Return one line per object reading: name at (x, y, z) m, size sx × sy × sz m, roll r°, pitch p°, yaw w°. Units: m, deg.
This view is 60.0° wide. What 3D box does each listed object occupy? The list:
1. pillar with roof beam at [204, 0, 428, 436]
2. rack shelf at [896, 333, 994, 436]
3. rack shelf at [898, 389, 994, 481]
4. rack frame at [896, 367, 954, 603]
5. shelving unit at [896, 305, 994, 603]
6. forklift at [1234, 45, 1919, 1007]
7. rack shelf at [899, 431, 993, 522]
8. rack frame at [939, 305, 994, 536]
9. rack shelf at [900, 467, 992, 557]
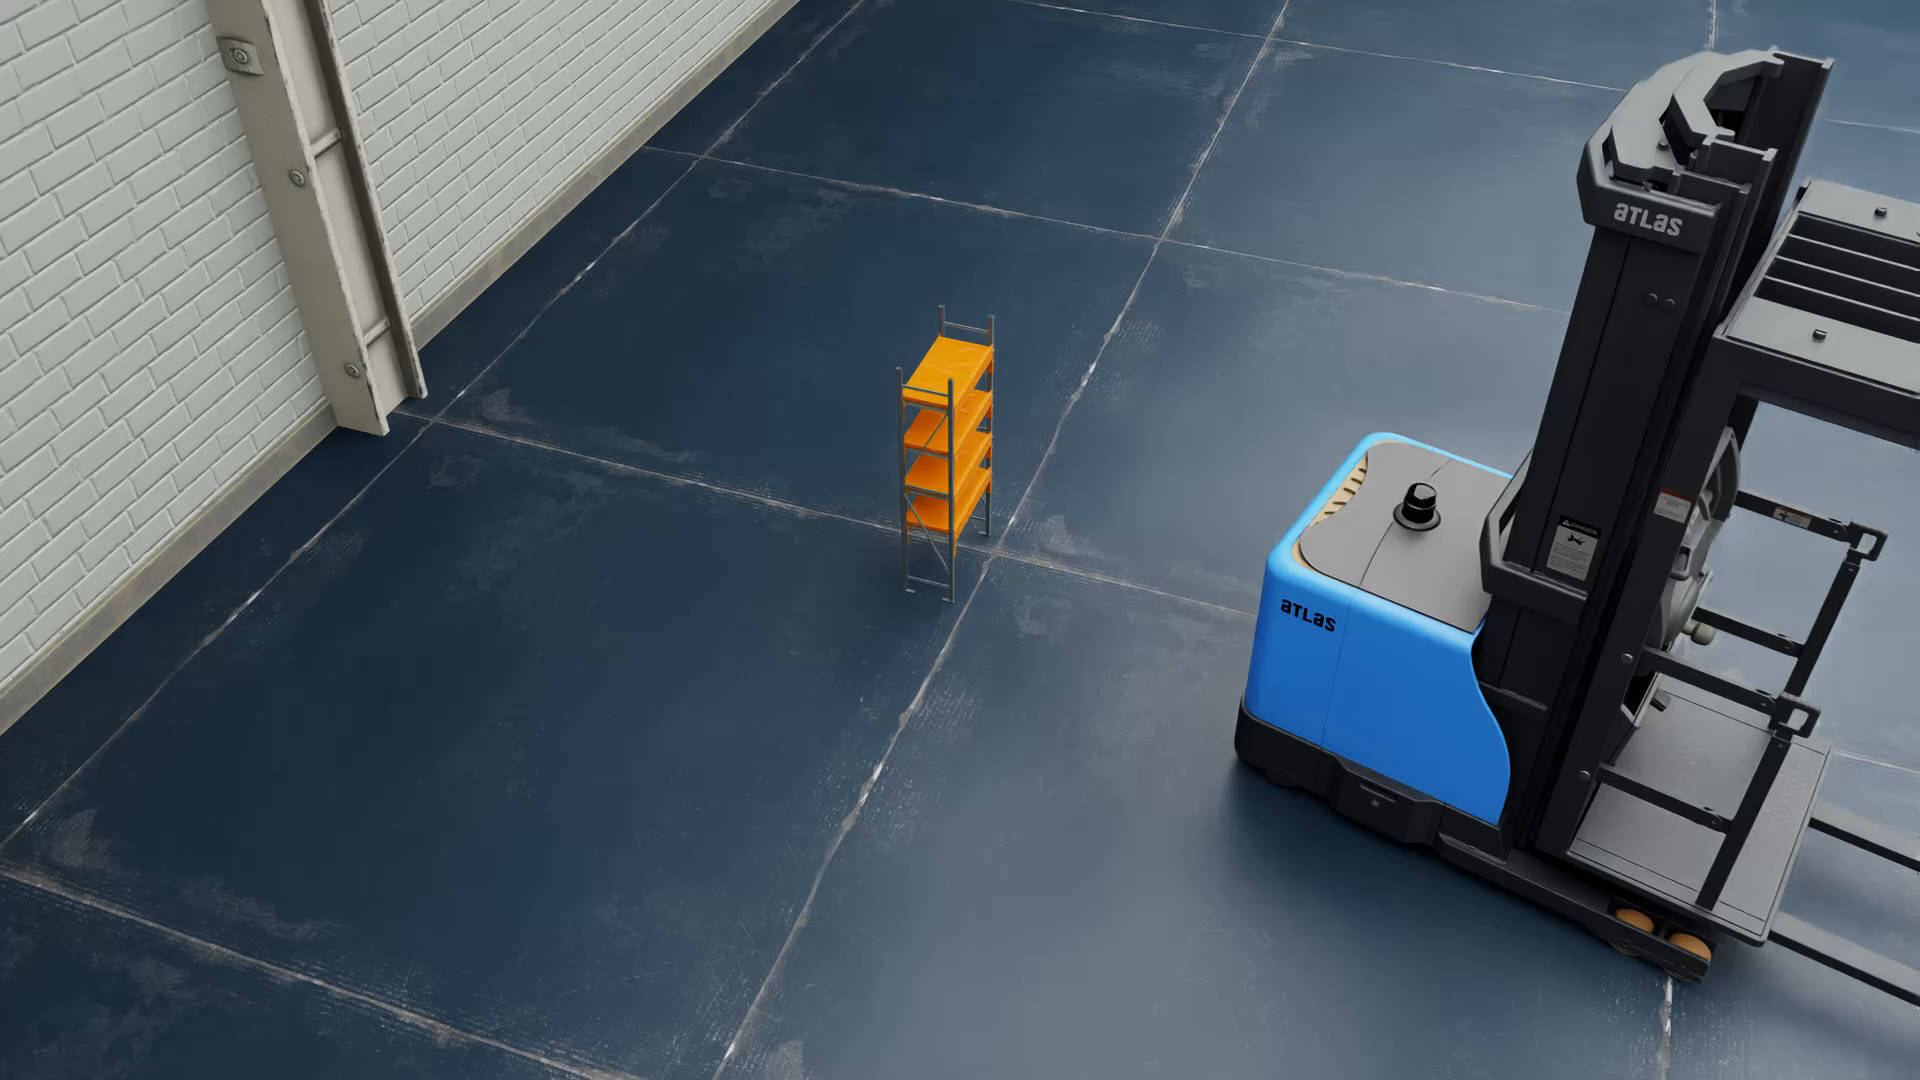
pillar with roof beam at (1.088, -3.141, 4.452) m, size 9.100 × 9.000 × 0.400 m, roll 13°, pitch 42°, yaw 15°
rack shelf at (-0.057, -0.654, 6.941) m, size 0.258 × 0.148 × 0.480 m, roll 13°, pitch 42°, yaw 15°
rack shelf at (-0.057, -0.474, 7.094) m, size 0.258 × 0.148 × 0.480 m, roll 13°, pitch 42°, yaw 15°
rack frame at (-0.140, -0.207, 7.021) m, size 0.240 × 1.200 × 0.015 m, roll 13°, pitch 42°, yaw 15°
shelving unit at (-0.057, -0.355, 7.196) m, size 0.258 × 1.200 × 0.503 m, roll 13°, pitch 42°, yaw 15°
forklift at (2.602, 0.044, 5.394) m, size 3.031 × 2.935 × 1.130 m, roll 24°, pitch 46°, yaw 25°
rack shelf at (-0.057, -0.304, 7.239) m, size 0.258 × 0.148 × 0.480 m, roll 13°, pitch 42°, yaw 15°
rack frame at (0.027, -0.504, 7.370) m, size 0.240 × 1.200 × 0.015 m, roll 13°, pitch 42°, yaw 15°
rack shelf at (-0.057, -0.153, 7.368) m, size 0.258 × 0.148 × 0.480 m, roll 13°, pitch 42°, yaw 15°
